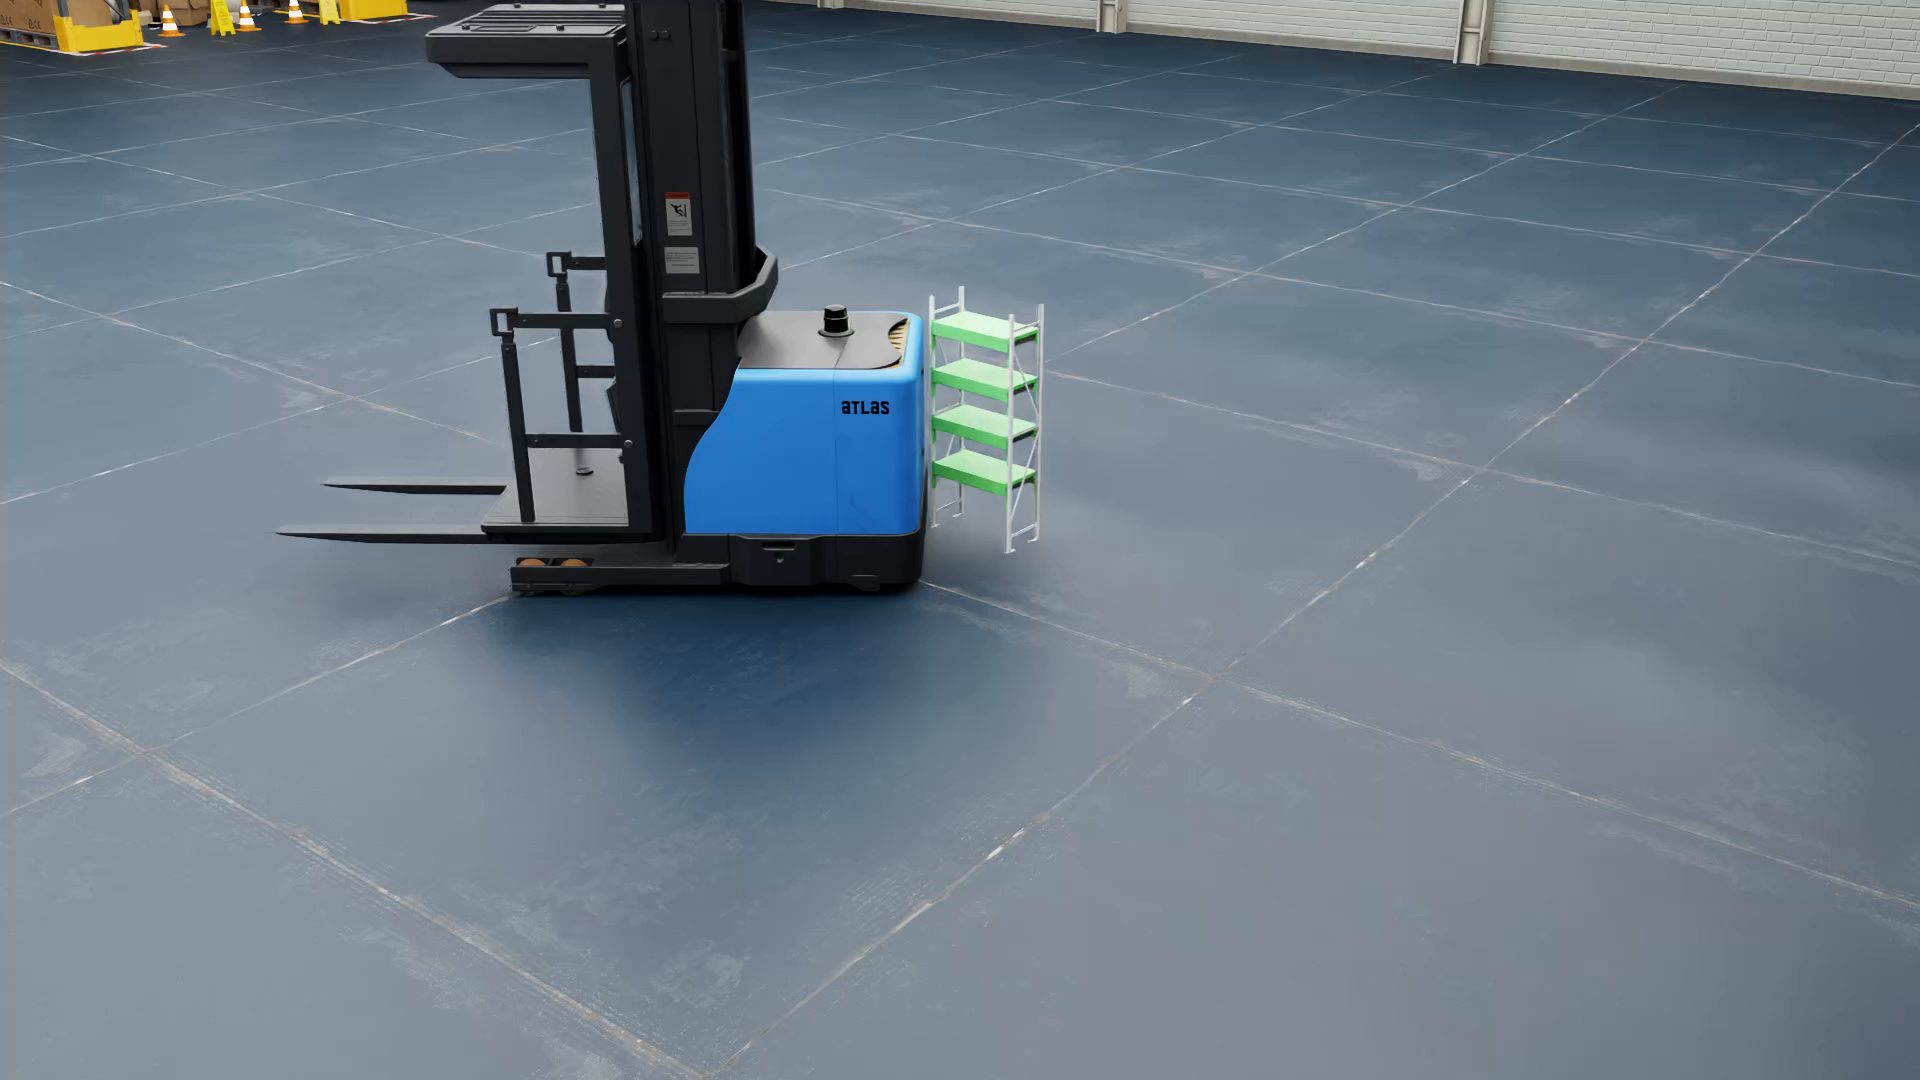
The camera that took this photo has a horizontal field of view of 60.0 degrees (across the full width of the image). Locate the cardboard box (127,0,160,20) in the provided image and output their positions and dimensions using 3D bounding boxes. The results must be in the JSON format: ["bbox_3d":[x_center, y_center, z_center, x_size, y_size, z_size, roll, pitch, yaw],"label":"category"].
[{"bbox_3d":[-13.782,-9.201,28.341,0.503,0.637,0.797,17,29,33],"label":"cardboard box"}]

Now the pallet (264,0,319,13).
[{"bbox_3d":[-11.766,-9.695,29.993,1.213,0.211,1.003,17,29,33],"label":"pallet"}]

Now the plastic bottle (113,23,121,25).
[{"bbox_3d":[-13.899,-8.475,27.409,0.133,0.061,0.283,7,25,15],"label":"plastic bottle"}]

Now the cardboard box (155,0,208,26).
[{"bbox_3d":[-13.029,-8.916,27.861,0.637,0.503,0.797,-1,24,-3],"label":"cardboard box"}]

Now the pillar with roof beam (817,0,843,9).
[{"bbox_3d":[-4.928,-12.417,25.271,0.400,9.000,9.100,17,29,33],"label":"pillar with roof beam"}]

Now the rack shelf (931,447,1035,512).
[{"bbox_3d":[0.122,-0.303,8.203,0.480,0.148,0.258,19,30,36],"label":"rack shelf"}]

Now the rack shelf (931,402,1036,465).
[{"bbox_3d":[0.122,-0.522,8.106,0.480,0.148,0.258,19,30,36],"label":"rack shelf"}]

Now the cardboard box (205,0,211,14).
[{"bbox_3d":[-13.264,-9.577,29.362,0.500,0.500,0.500,-5,24,-12],"label":"cardboard box"}]

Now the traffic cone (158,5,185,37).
[{"bbox_3d":[-12.566,-8.254,26.410,0.334,0.463,0.336,17,29,33],"label":"traffic cone"}]

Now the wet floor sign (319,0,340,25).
[{"bbox_3d":[-10.594,-8.982,27.834,0.267,0.644,0.232,-15,28,-30],"label":"wet floor sign"}]

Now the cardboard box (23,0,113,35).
[{"bbox_3d":[-13.575,-8.191,25.235,0.875,0.875,0.875,17,29,34],"label":"cardboard box"}]

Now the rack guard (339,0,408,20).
[{"bbox_3d":[-10.166,-9.325,28.793,0.348,0.500,1.175,17,29,33],"label":"rack guard"}]

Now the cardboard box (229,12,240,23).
[{"bbox_3d":[-12.364,-8.811,28.062,0.380,0.149,0.250,-10,26,-21],"label":"cardboard box"}]

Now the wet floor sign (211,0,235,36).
[{"bbox_3d":[-11.782,-8.383,26.476,0.232,0.644,0.267,12,26,24],"label":"wet floor sign"}]

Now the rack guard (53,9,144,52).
[{"bbox_3d":[-12.973,-7.679,25.058,0.348,0.500,1.175,17,29,33],"label":"rack guard"}]

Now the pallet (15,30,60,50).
[{"bbox_3d":[-13.679,-7.721,25.511,1.213,0.211,1.003,17,29,33],"label":"pallet"}]

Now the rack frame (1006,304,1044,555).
[{"bbox_3d":[0.308,-0.517,7.936,0.015,1.200,0.240,19,30,36],"label":"rack frame"}]

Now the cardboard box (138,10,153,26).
[{"bbox_3d":[-13.713,-8.723,27.719,0.396,0.266,0.258,-21,31,-39],"label":"cardboard box"}]

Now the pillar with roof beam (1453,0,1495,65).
[{"bbox_3d":[4.674,-9.515,18.685,0.400,9.000,9.100,17,29,33],"label":"pillar with roof beam"}]

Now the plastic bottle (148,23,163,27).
[{"bbox_3d":[-13.344,-8.528,27.530,0.283,0.061,0.133,7,25,15],"label":"plastic bottle"}]

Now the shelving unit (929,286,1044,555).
[{"bbox_3d":[0.122,-0.581,8.080,0.503,1.200,0.258,19,30,36],"label":"shelving unit"}]

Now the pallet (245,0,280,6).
[{"bbox_3d":[-12.747,-9.990,30.662,1.213,0.211,1.003,17,29,33],"label":"pallet"}]

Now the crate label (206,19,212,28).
[{"bbox_3d":[-12.282,-8.558,27.503,0.298,0.136,0.250,3,24,6],"label":"crate label"}]

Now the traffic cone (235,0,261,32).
[{"bbox_3d":[-11.616,-8.537,27.051,0.334,0.463,0.336,17,29,33],"label":"traffic cone"}]

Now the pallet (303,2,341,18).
[{"bbox_3d":[-10.794,-9.400,29.323,1.213,0.211,1.003,17,29,33],"label":"pallet"}]

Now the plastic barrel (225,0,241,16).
[{"bbox_3d":[-12.665,-9.282,28.792,0.512,0.421,0.421,-5,24,-12],"label":"plastic barrel"}]

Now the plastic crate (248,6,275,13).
[{"bbox_3d":[-12.541,-9.437,29.569,0.583,0.080,0.402,7,25,15],"label":"plastic crate"}]

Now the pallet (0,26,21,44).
[{"bbox_3d":[-14.651,-8.016,26.181,1.213,0.211,1.003,17,29,33],"label":"pallet"}]

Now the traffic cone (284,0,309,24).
[{"bbox_3d":[-11.222,-8.977,28.050,0.334,0.463,0.336,17,29,33],"label":"traffic cone"}]

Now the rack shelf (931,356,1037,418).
[{"bbox_3d":[0.122,-0.742,8.009,0.480,0.148,0.258,19,30,36],"label":"rack shelf"}]

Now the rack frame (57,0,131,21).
[{"bbox_3d":[-12.993,-8.829,24.567,0.127,3.000,1.000,17,29,33],"label":"rack frame"}]

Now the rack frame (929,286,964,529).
[{"bbox_3d":[-0.064,-0.644,8.225,0.015,1.200,0.240,19,30,36],"label":"rack frame"}]

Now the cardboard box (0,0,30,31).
[{"bbox_3d":[-14.280,-8.403,25.716,0.875,0.875,0.875,16,29,32],"label":"cardboard box"}]

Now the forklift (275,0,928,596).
[{"bbox_3d":[-1.688,-1.296,7.557,3.031,2.935,1.130,0,24,1],"label":"forklift"}]

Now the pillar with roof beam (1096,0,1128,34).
[{"bbox_3d":[-0.127,-10.966,21.978,0.400,9.000,9.100,17,29,33],"label":"pillar with roof beam"}]

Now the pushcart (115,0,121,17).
[{"bbox_3d":[-14.633,-9.470,29.274,0.936,0.377,1.648,7,25,15],"label":"pushcart"}]

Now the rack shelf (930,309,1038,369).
[{"bbox_3d":[0.122,-0.962,7.912,0.480,0.148,0.258,19,30,36],"label":"rack shelf"}]

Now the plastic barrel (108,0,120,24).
[{"bbox_3d":[-14.366,-8.838,27.783,0.512,0.421,0.421,-5,24,-12],"label":"plastic barrel"}]

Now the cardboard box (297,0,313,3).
[{"bbox_3d":[-11.323,-9.620,29.254,0.500,0.250,0.500,17,29,33],"label":"cardboard box"}]

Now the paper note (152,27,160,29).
[{"bbox_3d":[-13.196,-8.386,27.247,0.144,0.017,0.142,-15,28,-30],"label":"paper note"}]

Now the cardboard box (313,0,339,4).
[{"bbox_3d":[-10.932,-9.498,28.977,0.500,0.250,0.500,17,29,33],"label":"cardboard box"}]
